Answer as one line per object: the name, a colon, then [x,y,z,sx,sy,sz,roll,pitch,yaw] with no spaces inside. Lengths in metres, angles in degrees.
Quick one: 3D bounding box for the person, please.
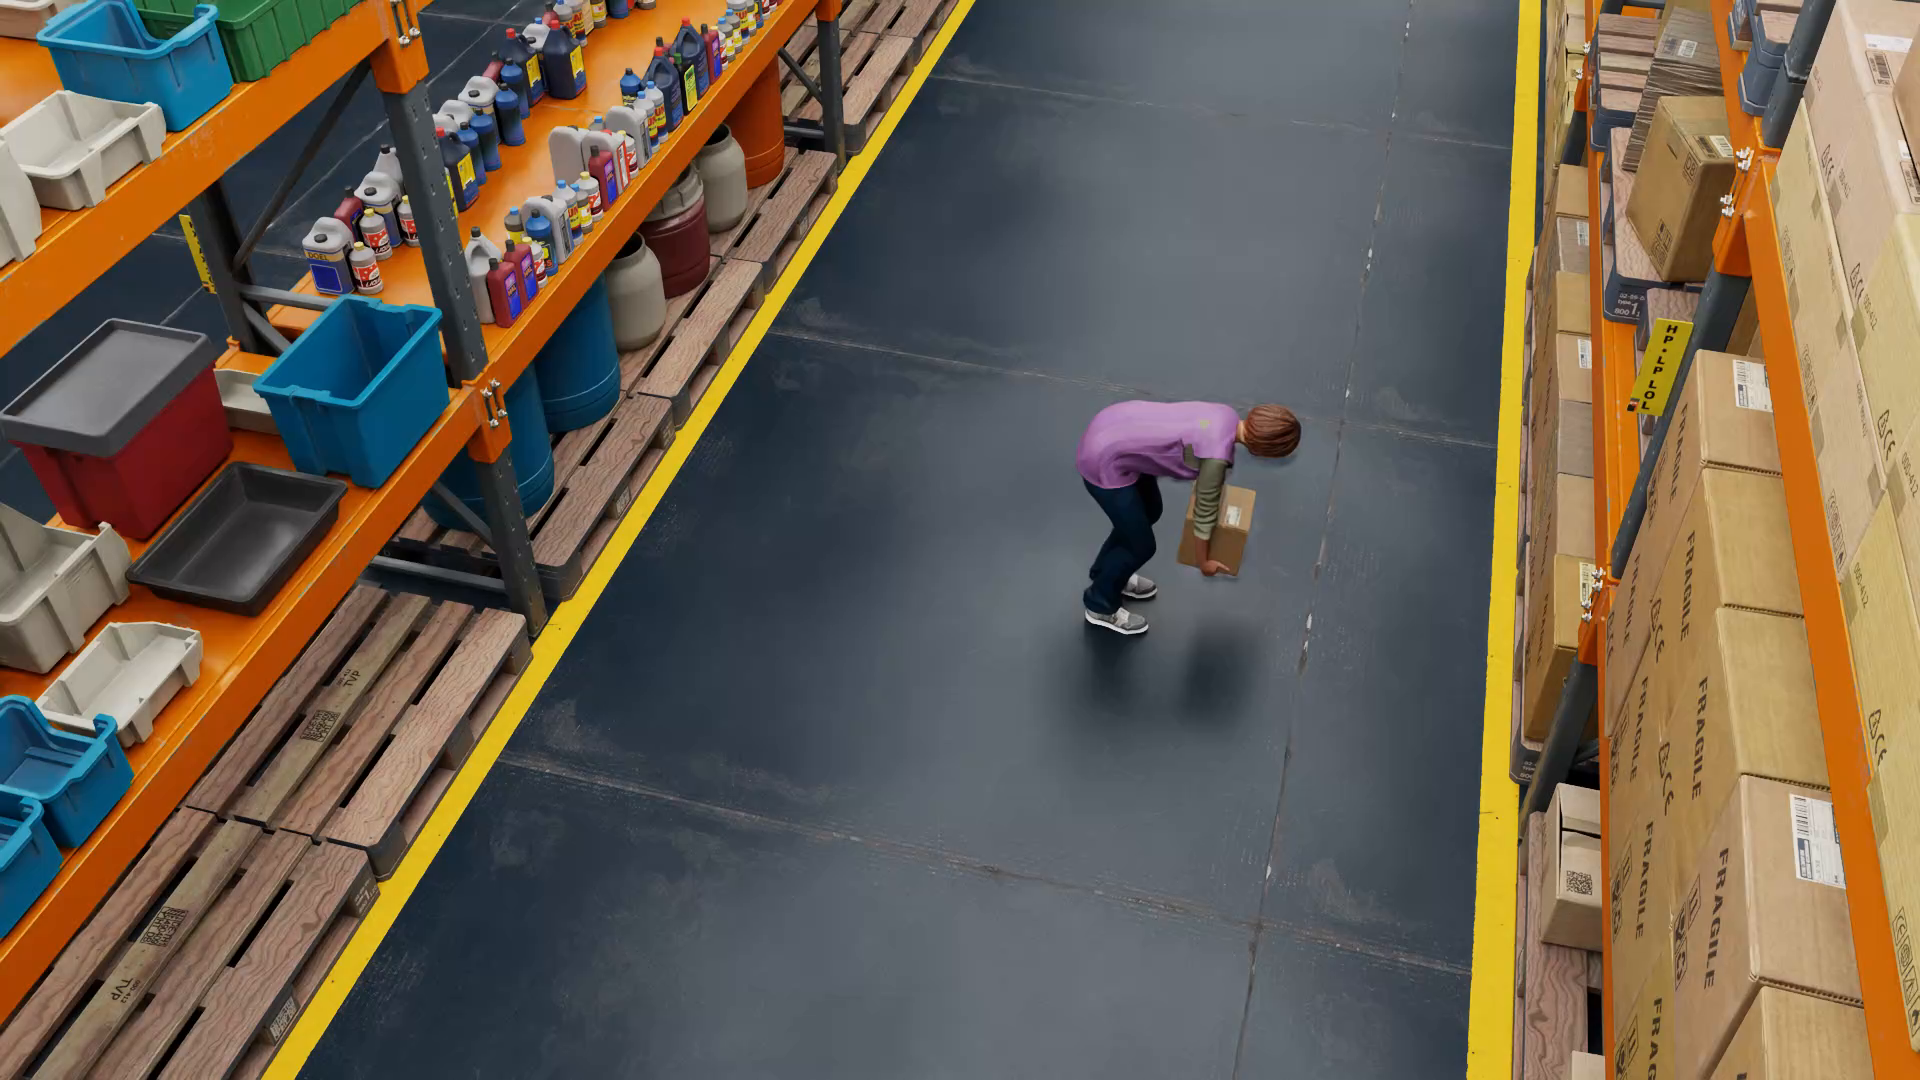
person: [0.872,-0.101,6.643,0.848,1.120,0.385,9,42,10]
